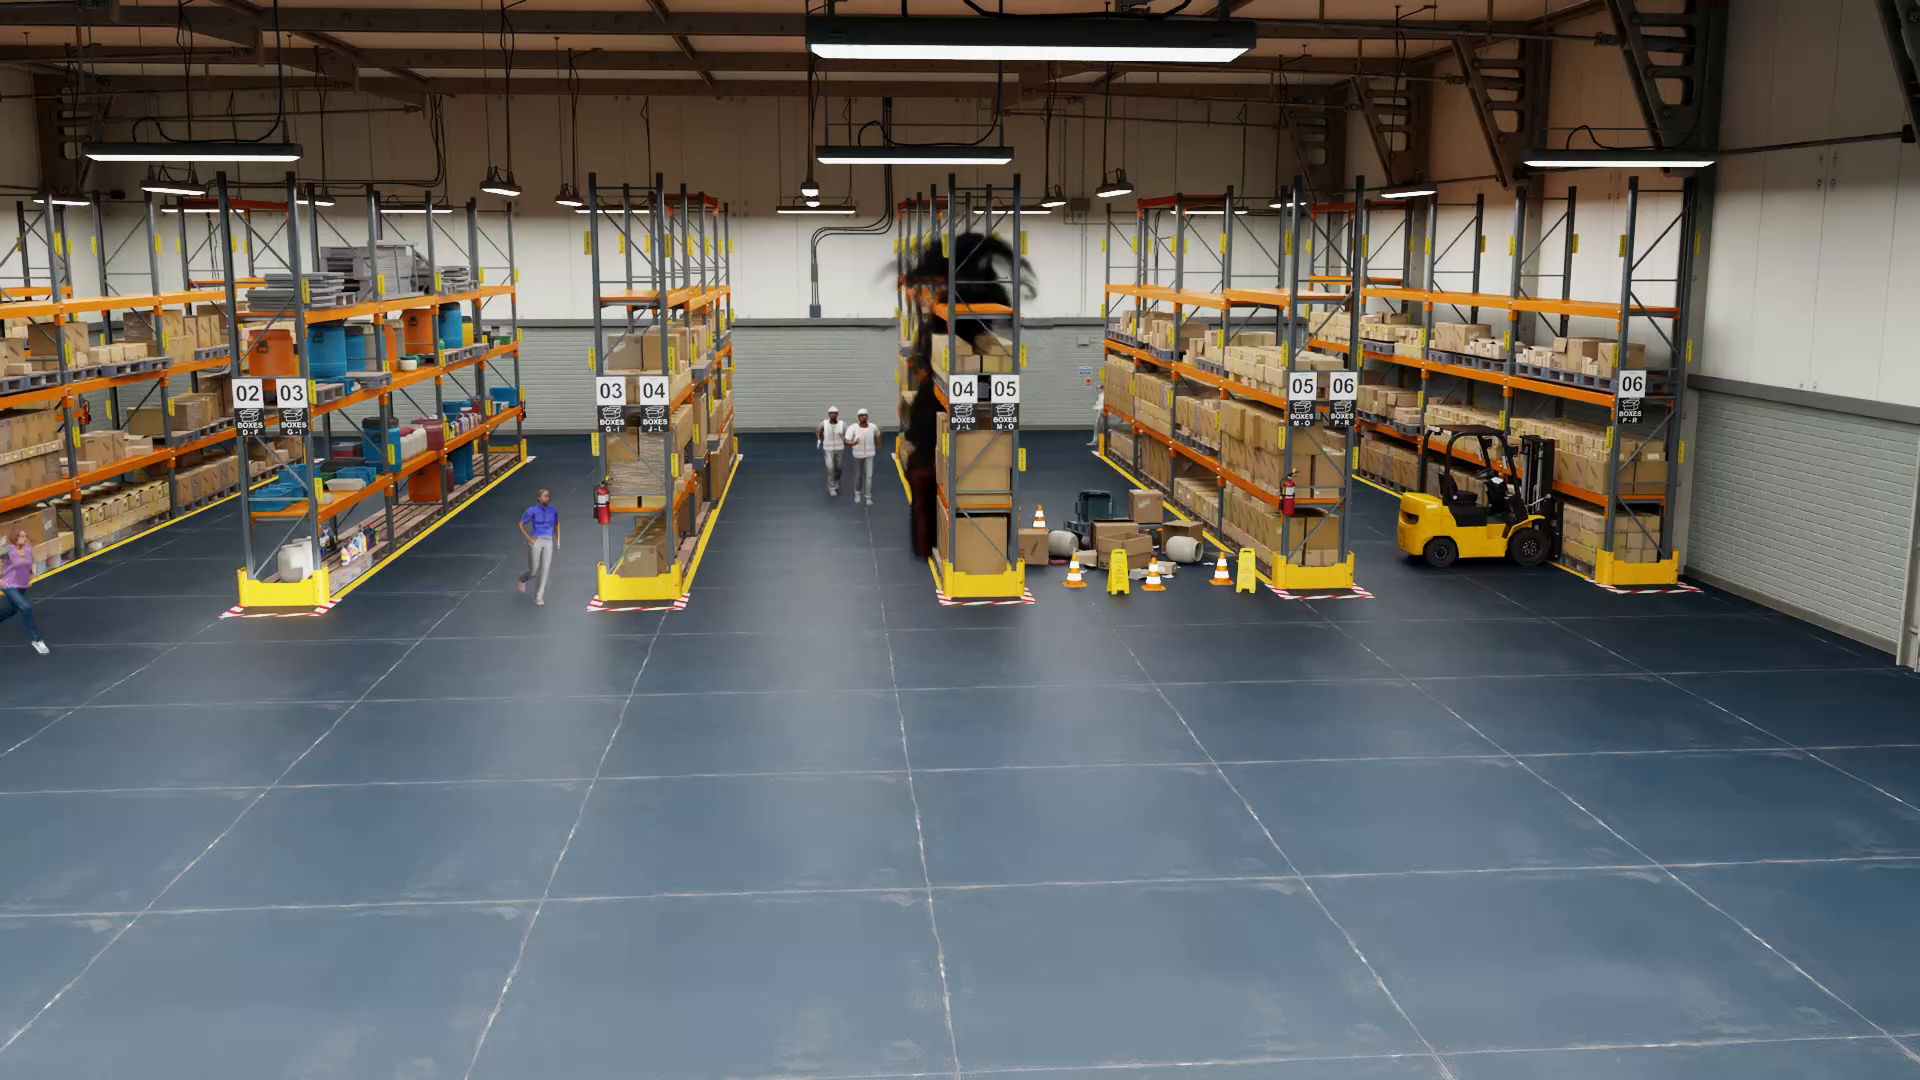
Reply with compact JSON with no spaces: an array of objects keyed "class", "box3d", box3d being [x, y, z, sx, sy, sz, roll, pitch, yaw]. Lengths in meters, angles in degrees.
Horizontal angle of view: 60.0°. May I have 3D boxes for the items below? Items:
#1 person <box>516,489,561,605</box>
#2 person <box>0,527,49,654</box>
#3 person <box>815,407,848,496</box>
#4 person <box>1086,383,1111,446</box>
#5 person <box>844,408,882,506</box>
[{"class":"person","box3d":[-5.954,0.068,23.720,0.632,1.597,0.753,-7,12,-35]},{"class":"person","box3d":[-11.824,0.612,20.730,0.997,1.588,0.541,3,10,16]},{"class":"person","box3d":[-2.560,-1.823,33.733,0.687,1.766,1.002,-2,10,-11]},{"class":"person","box3d":[3.600,-3.123,41.540,0.930,1.630,0.648,2,10,10]},{"class":"person","box3d":[-1.770,-1.524,30.610,0.712,1.798,0.896,-2,10,-9]}]
